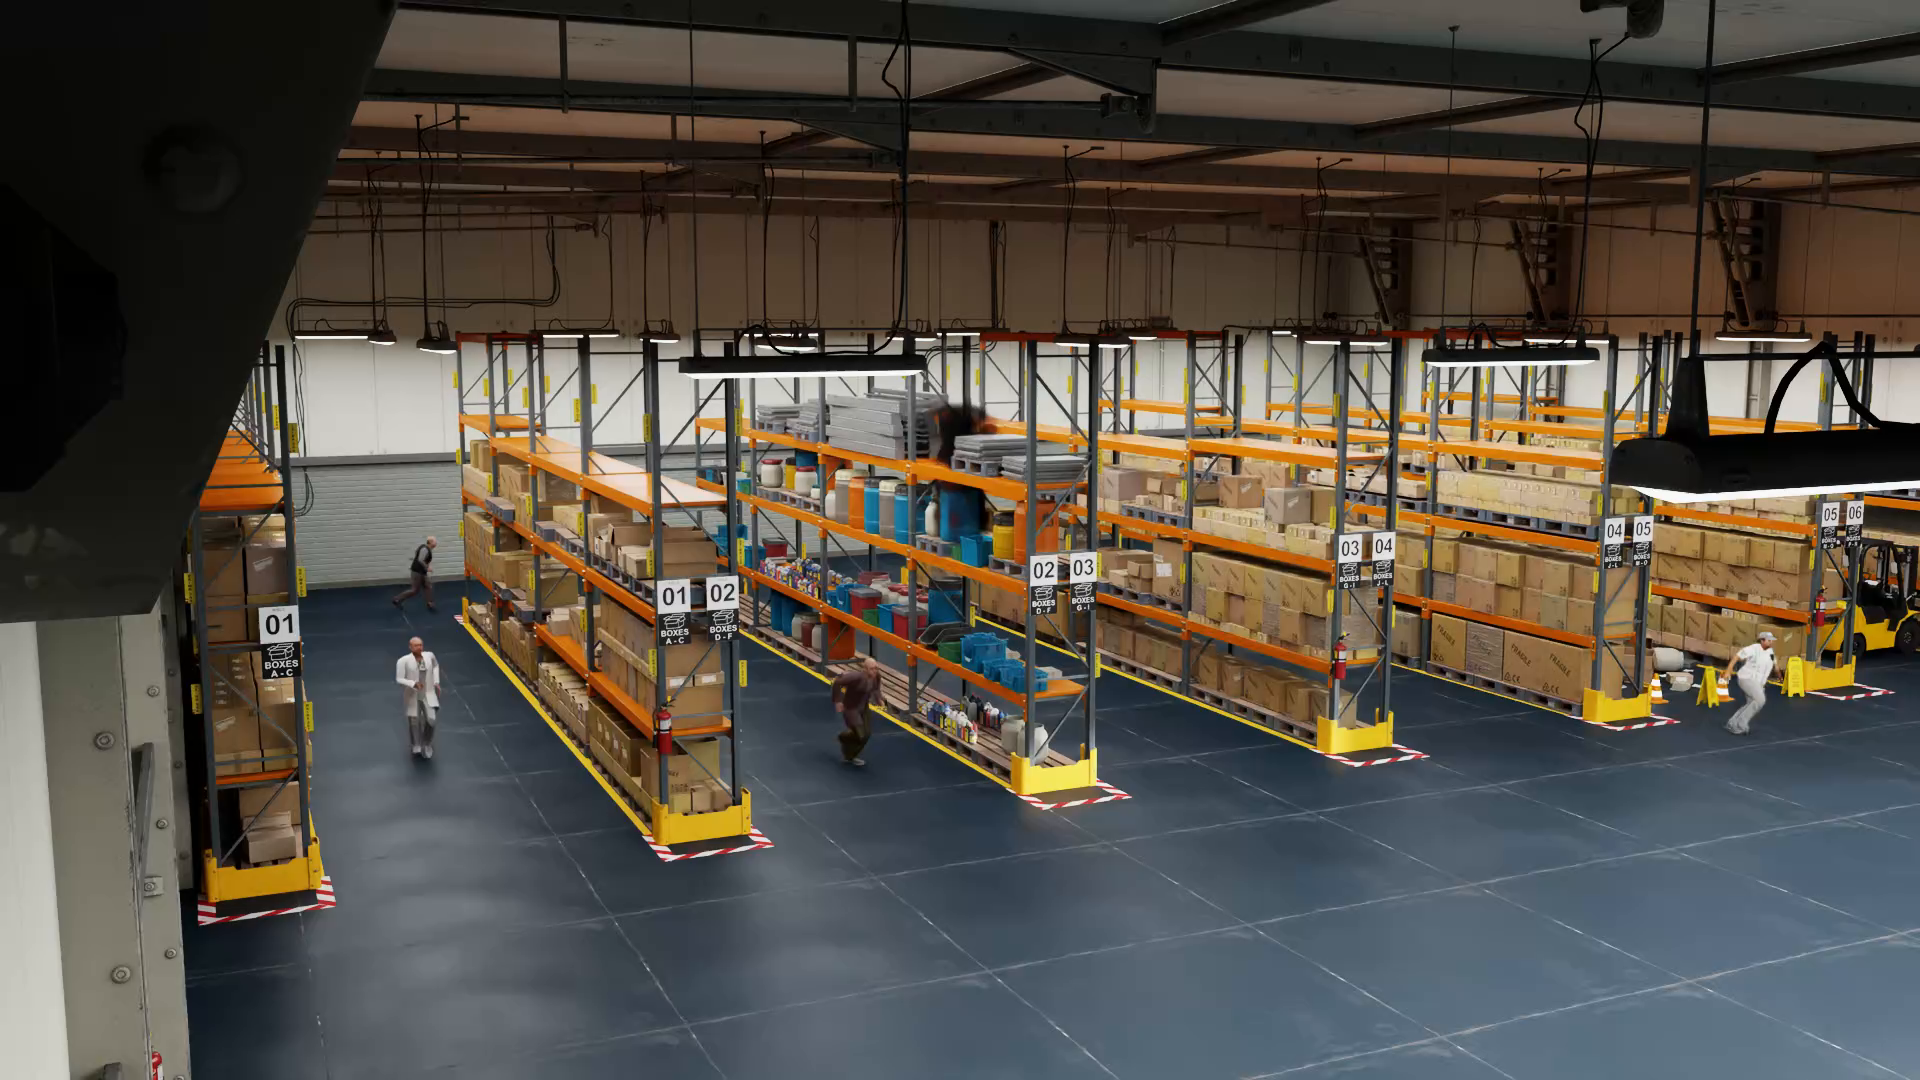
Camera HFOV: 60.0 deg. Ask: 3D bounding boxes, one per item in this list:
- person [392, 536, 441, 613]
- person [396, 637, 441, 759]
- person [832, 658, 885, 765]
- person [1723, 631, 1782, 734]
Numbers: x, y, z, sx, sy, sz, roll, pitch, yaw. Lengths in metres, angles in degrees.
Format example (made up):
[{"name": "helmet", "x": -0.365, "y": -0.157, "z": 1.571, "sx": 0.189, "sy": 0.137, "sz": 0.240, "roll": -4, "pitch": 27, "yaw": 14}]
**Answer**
[{"name": "person", "x": -11.614, "y": 0.761, "z": 35.436, "sx": 1.002, "sy": 1.681, "sz": 0.688, "roll": -3, "pitch": 8, "yaw": -23}, {"name": "person", "x": -7.726, "y": 2.263, "z": 23.780, "sx": 0.655, "sy": 1.779, "sz": 0.849, "roll": -4, "pitch": 9, "yaw": -29}, {"name": "person", "x": -1.432, "y": 2.416, "z": 23.320, "sx": 0.741, "sy": 1.596, "sz": 0.814, "roll": -7, "pitch": 10, "yaw": -42}, {"name": "person", "x": 12.113, "y": 2.172, "z": 25.280, "sx": 0.767, "sy": 1.580, "sz": 0.666, "roll": -5, "pitch": 9, "yaw": -31}]
